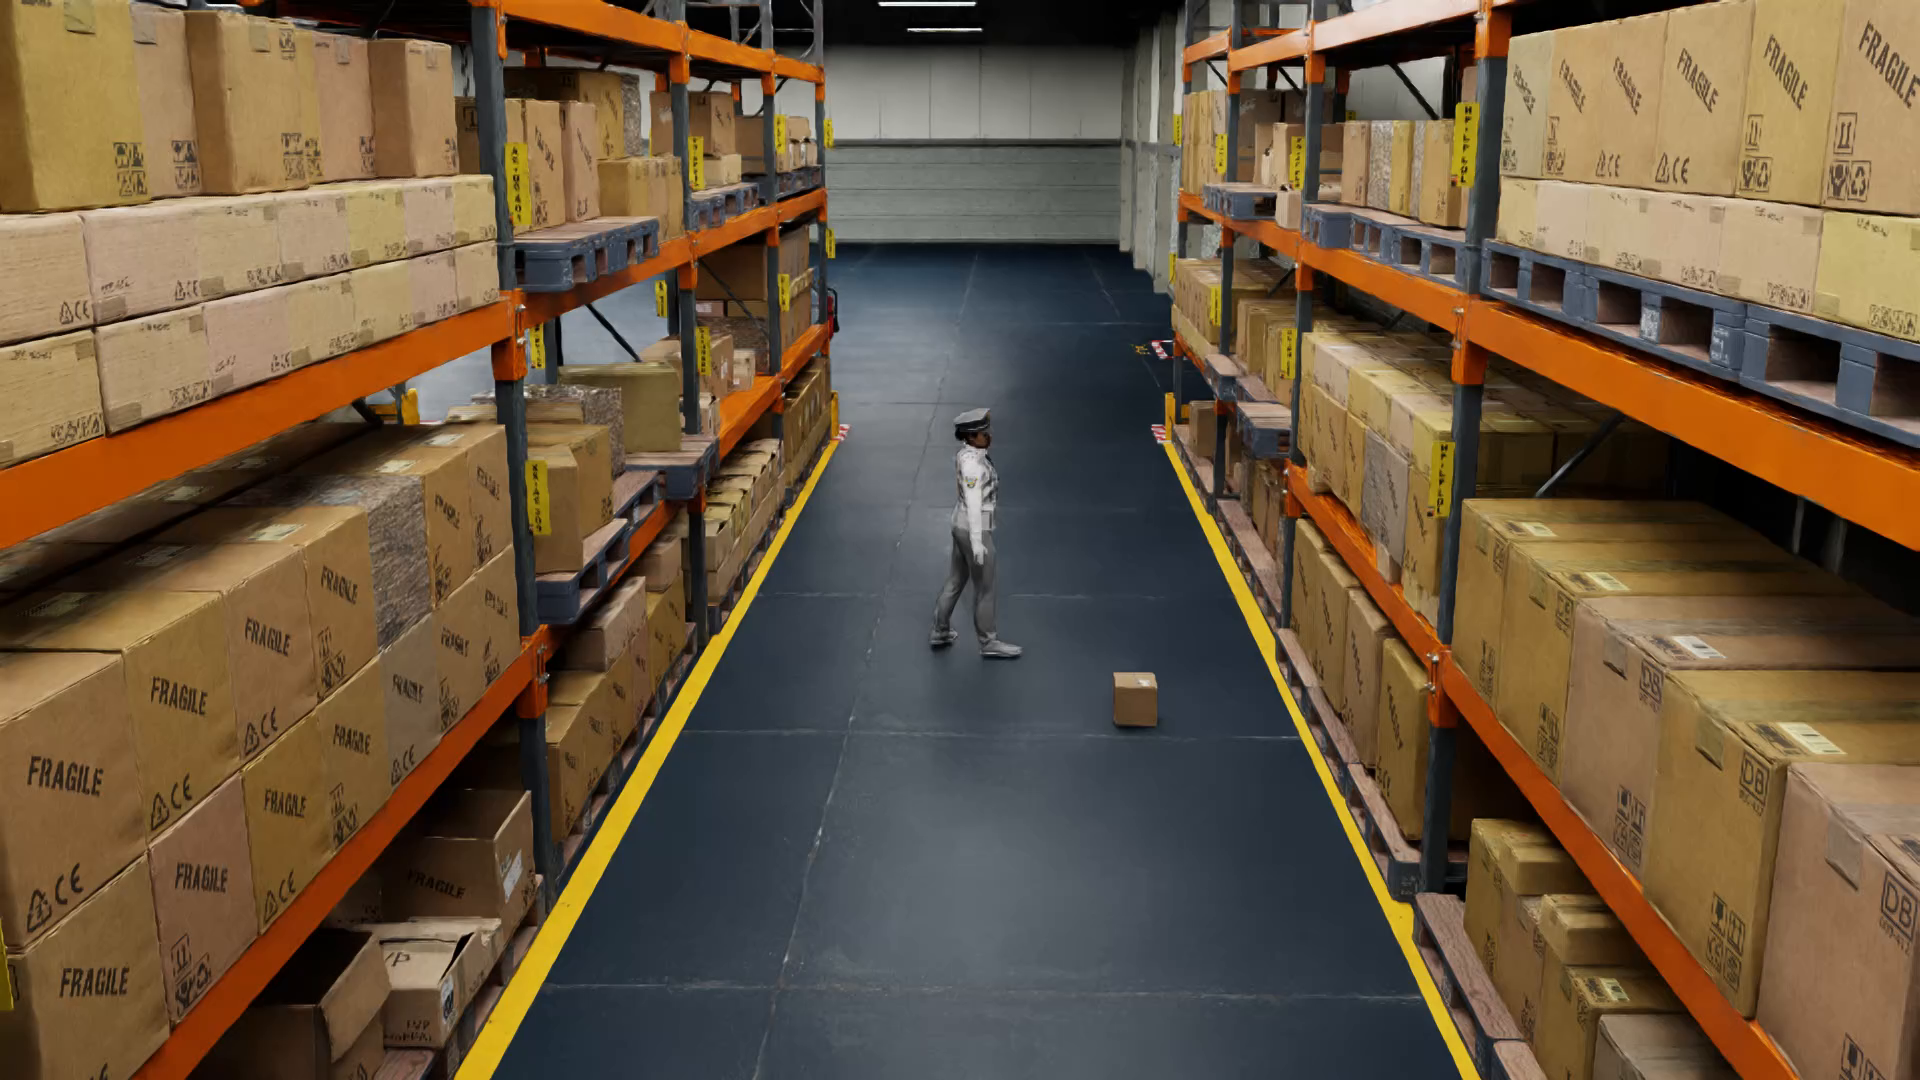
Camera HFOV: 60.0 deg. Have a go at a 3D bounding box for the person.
[{"bbox_3d":[0.113,-0.047,11.125,0.601,1.664,0.673,-2,14,-7],"label":"person"}]
